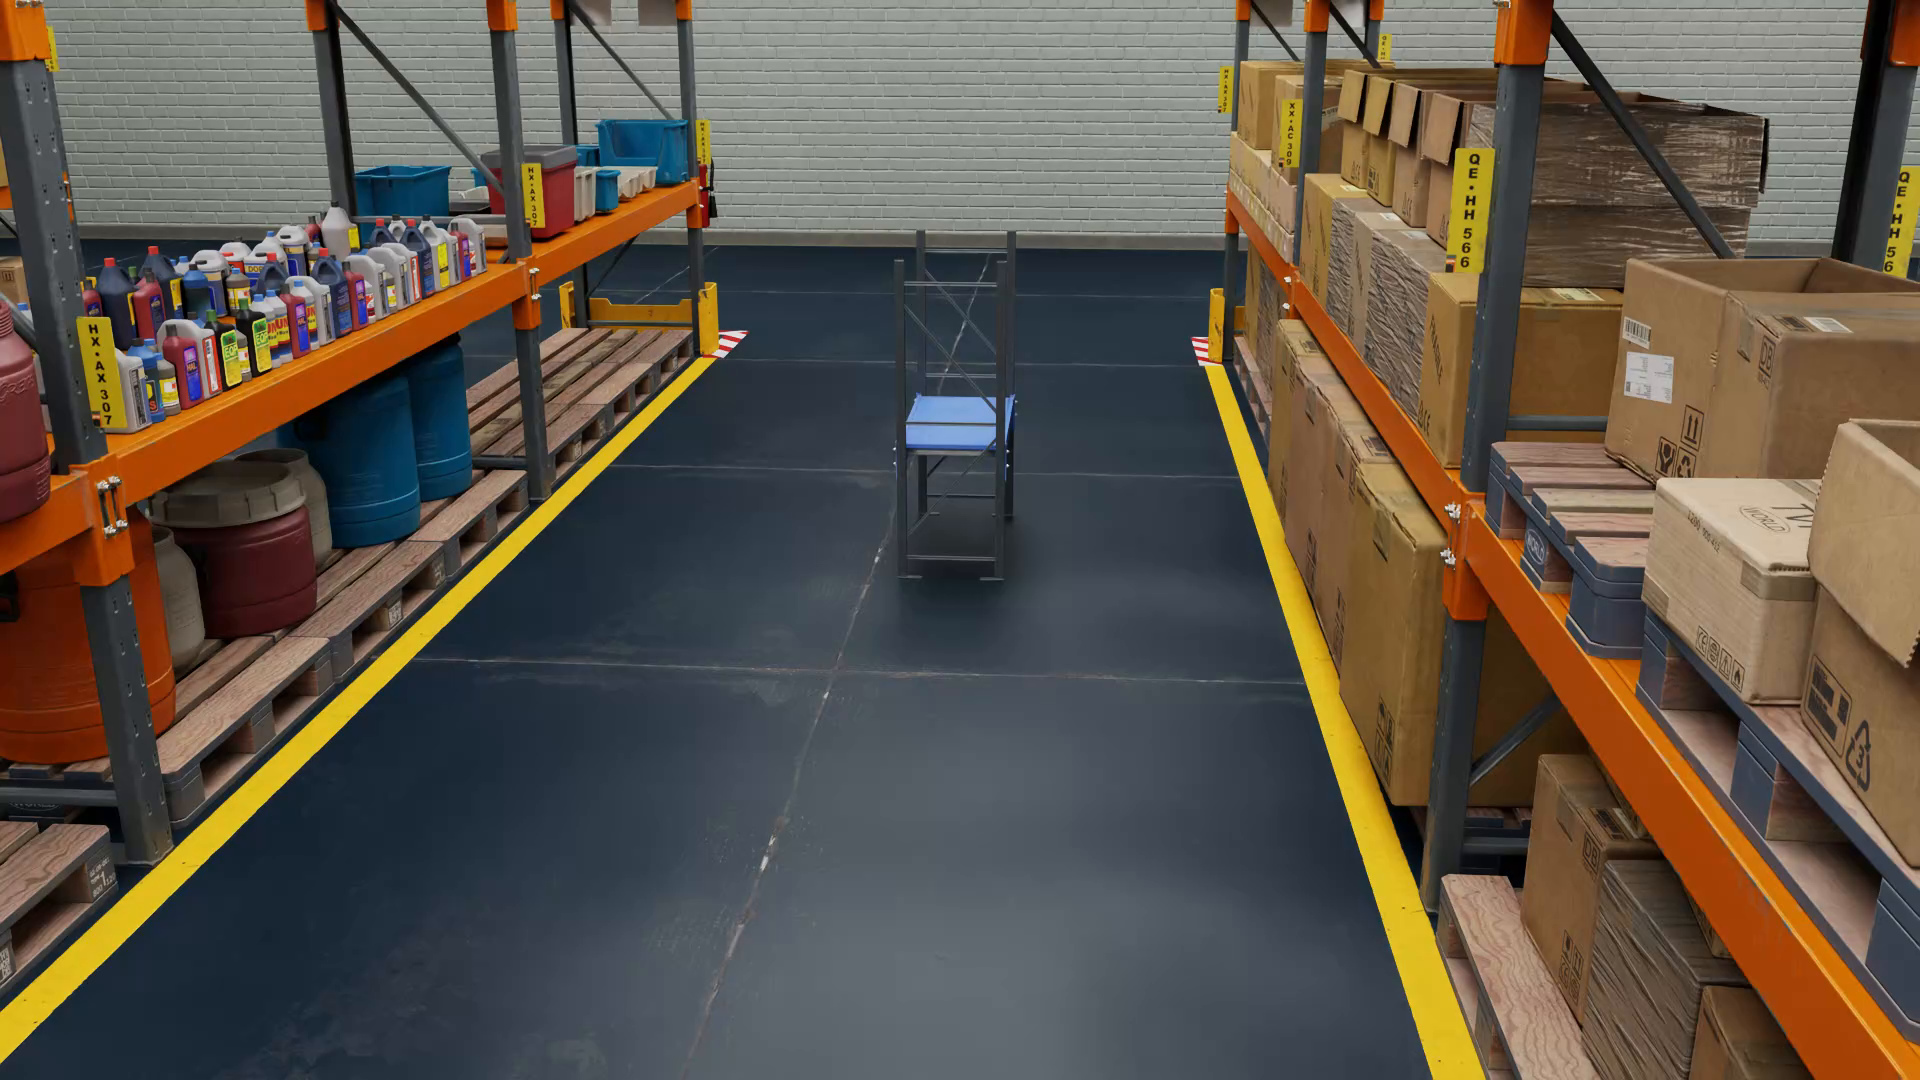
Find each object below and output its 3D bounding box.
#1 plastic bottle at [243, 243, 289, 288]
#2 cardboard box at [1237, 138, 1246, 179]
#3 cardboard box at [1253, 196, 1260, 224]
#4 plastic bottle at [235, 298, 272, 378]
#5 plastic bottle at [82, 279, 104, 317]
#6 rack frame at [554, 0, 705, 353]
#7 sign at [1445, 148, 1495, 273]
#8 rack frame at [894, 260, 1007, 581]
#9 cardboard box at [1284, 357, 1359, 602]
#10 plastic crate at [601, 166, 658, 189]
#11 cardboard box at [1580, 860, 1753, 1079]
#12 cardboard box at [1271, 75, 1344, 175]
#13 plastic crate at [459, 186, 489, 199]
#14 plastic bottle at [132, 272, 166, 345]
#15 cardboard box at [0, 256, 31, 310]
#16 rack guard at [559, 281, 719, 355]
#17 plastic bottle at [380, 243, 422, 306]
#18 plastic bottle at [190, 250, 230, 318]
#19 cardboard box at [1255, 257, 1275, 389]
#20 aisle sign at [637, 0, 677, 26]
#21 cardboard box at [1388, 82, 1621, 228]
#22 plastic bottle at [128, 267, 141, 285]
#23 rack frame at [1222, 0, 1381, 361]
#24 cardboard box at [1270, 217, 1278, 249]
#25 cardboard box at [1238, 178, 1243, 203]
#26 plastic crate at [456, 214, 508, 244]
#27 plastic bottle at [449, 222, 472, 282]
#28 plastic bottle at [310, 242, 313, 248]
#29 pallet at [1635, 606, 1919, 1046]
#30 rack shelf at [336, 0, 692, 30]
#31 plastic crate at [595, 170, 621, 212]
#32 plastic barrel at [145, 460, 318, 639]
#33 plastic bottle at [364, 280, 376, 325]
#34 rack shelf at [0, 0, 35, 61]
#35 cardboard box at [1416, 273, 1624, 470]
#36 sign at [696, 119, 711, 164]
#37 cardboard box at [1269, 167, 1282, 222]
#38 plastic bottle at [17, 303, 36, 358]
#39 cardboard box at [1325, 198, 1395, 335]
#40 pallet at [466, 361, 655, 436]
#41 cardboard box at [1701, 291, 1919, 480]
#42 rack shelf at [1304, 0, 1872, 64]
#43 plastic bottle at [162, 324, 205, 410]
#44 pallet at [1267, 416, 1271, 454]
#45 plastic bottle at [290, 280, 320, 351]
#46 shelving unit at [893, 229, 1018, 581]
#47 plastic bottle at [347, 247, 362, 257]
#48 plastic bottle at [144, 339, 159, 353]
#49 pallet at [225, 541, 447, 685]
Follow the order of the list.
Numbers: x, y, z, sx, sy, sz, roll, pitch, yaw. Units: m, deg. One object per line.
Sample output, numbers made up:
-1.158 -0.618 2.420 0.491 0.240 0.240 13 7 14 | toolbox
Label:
-3.080 -1.175 7.389 0.152 0.276 0.135 1 18 4 | plastic bottle
2.141 -2.557 11.172 0.500 0.250 0.500 1 18 3 | cardboard box
1.994 -2.010 10.143 0.380 0.149 0.250 2 18 5 | cardboard box
-2.580 -0.745 6.067 0.061 0.283 0.133 1 18 4 | plastic bottle
-3.353 -0.852 6.394 0.061 0.283 0.133 1 18 4 | plastic bottle
-2.465 -2.902 12.462 1.000 3.000 0.127 1 18 4 | rack frame
1.348 -0.868 4.397 0.100 0.325 0.005 1 18 4 | sign
-0.043 -0.528 7.627 0.500 1.500 0.032 1 18 4 | rack frame
2.099 -0.262 7.144 1.225 0.875 0.875 1 18 2 | cardboard box
-2.343 -2.548 11.709 0.396 0.136 0.243 1 18 4 | plastic crate
1.846 1.053 3.700 0.700 0.500 0.500 0 18 -1 | cardboard box
1.995 -2.280 9.122 0.500 0.500 0.500 1 18 4 | cardboard box
-2.927 -2.110 10.374 0.293 0.136 0.466 1 18 4 | plastic crate
-3.196 -0.906 6.559 0.061 0.283 0.133 1 18 4 | plastic bottle
-7.199 -1.861 12.592 0.500 0.500 0.500 1 18 4 | cardboard box
-2.476 -1.722 12.875 1.175 0.500 0.348 1 18 4 | rack guard
-2.520 -1.201 7.470 0.152 0.276 0.135 1 18 4 | plastic bottle
-3.248 -1.106 7.180 0.152 0.276 0.135 1 18 4 | plastic bottle
2.444 -1.498 10.916 0.875 0.875 0.875 1 18 4 | cardboard box
-2.168 -4.153 12.106 0.394 0.787 0.004 1 18 4 | aisle sign
2.061 -1.469 6.316 0.797 0.503 0.637 2 18 6 | cardboard box
-3.331 -0.951 6.695 0.061 0.283 0.133 1 18 4 | plastic bottle
2.475 -2.791 12.125 1.000 3.000 0.127 1 18 4 | rack frame
1.920 -1.691 9.171 0.380 0.149 0.250 1 18 3 | cardboard box
2.068 -2.329 11.117 0.380 0.149 0.250 1 18 3 | cardboard box
-2.576 -1.704 9.134 0.396 0.136 0.243 1 18 4 | plastic crate
-2.429 -1.402 8.071 0.061 0.283 0.133 1 18 4 | plastic bottle
-3.203 -1.383 8.146 0.097 0.201 0.097 0 18 0 | plastic bottle
1.800 0.400 2.693 1.003 0.211 1.213 1 18 4 | pallet
-2.609 -3.364 10.212 1.077 0.370 4.000 1 18 4 | rack shelf
-2.357 -2.207 10.515 0.416 0.233 0.300 1 18 4 | plastic crate
-2.940 0.026 6.725 0.600 0.588 0.708 1 18 4 | plastic barrel
-2.527 -1.015 7.023 0.097 0.201 0.097 0 18 0 | plastic bottle
-3.182 -0.880 2.629 1.077 0.370 4.000 1 18 4 | rack shelf
1.690 -0.513 5.011 0.500 0.500 0.500 2 18 6 | cardboard box
-1.915 -2.972 12.415 0.100 0.325 0.005 1 18 4 | sign
1.993 -1.923 9.238 0.500 0.250 0.500 2 18 6 | cardboard box
-3.364 -0.719 6.008 0.097 0.271 0.097 0 18 0 | plastic bottle
1.834 -1.148 6.948 0.500 0.500 0.500 1 18 3 | cardboard box
-2.653 -0.944 10.964 1.003 0.211 1.213 1 18 4 | pallet
1.962 -0.210 3.411 0.700 0.500 0.500 4 19 12 | cardboard box
2.045 -2.012 6.083 1.077 0.370 4.000 1 18 4 | rack shelf
-2.616 -0.590 5.594 0.061 0.283 0.133 1 18 4 | plastic bottle
2.321 -0.458 9.483 1.003 0.211 1.213 1 18 4 | pallet
-2.567 -0.878 6.490 0.097 0.271 0.097 0 18 0 | plastic bottle
-0.006 -0.686 8.109 0.538 1.500 1.048 1 18 4 | shelving unit
-2.656 -1.154 7.334 0.097 0.271 0.097 0 18 0 | plastic bottle
-2.778 -0.591 5.728 0.097 0.201 0.097 0 18 0 | plastic bottle
-2.934 0.284 7.217 1.003 0.211 1.213 1 18 4 | pallet
